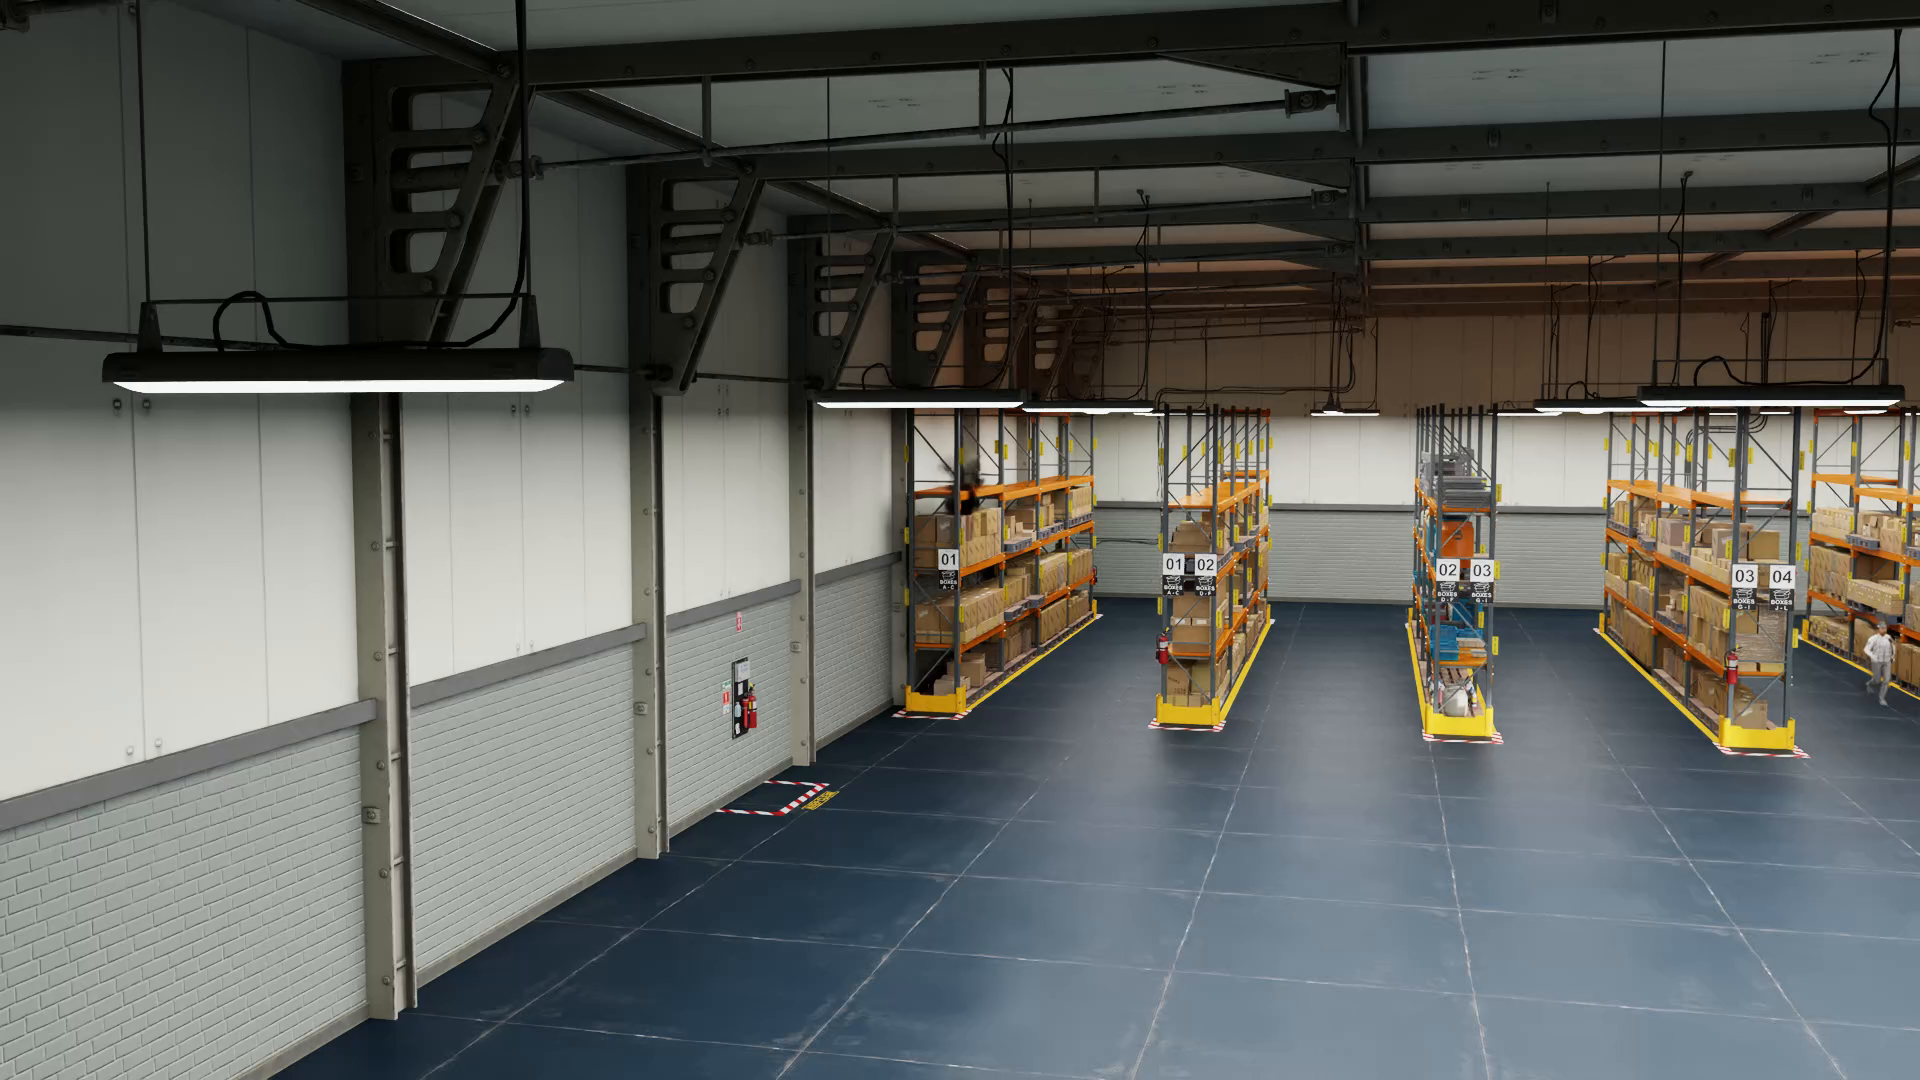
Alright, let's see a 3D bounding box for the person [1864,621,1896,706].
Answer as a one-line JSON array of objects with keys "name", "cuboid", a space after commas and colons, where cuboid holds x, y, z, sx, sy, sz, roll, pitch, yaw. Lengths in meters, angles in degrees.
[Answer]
[{"name": "person", "cuboid": [18.564, 2.463, 33.531, 0.617, 1.682, 0.747, 1, 4, 8]}]
